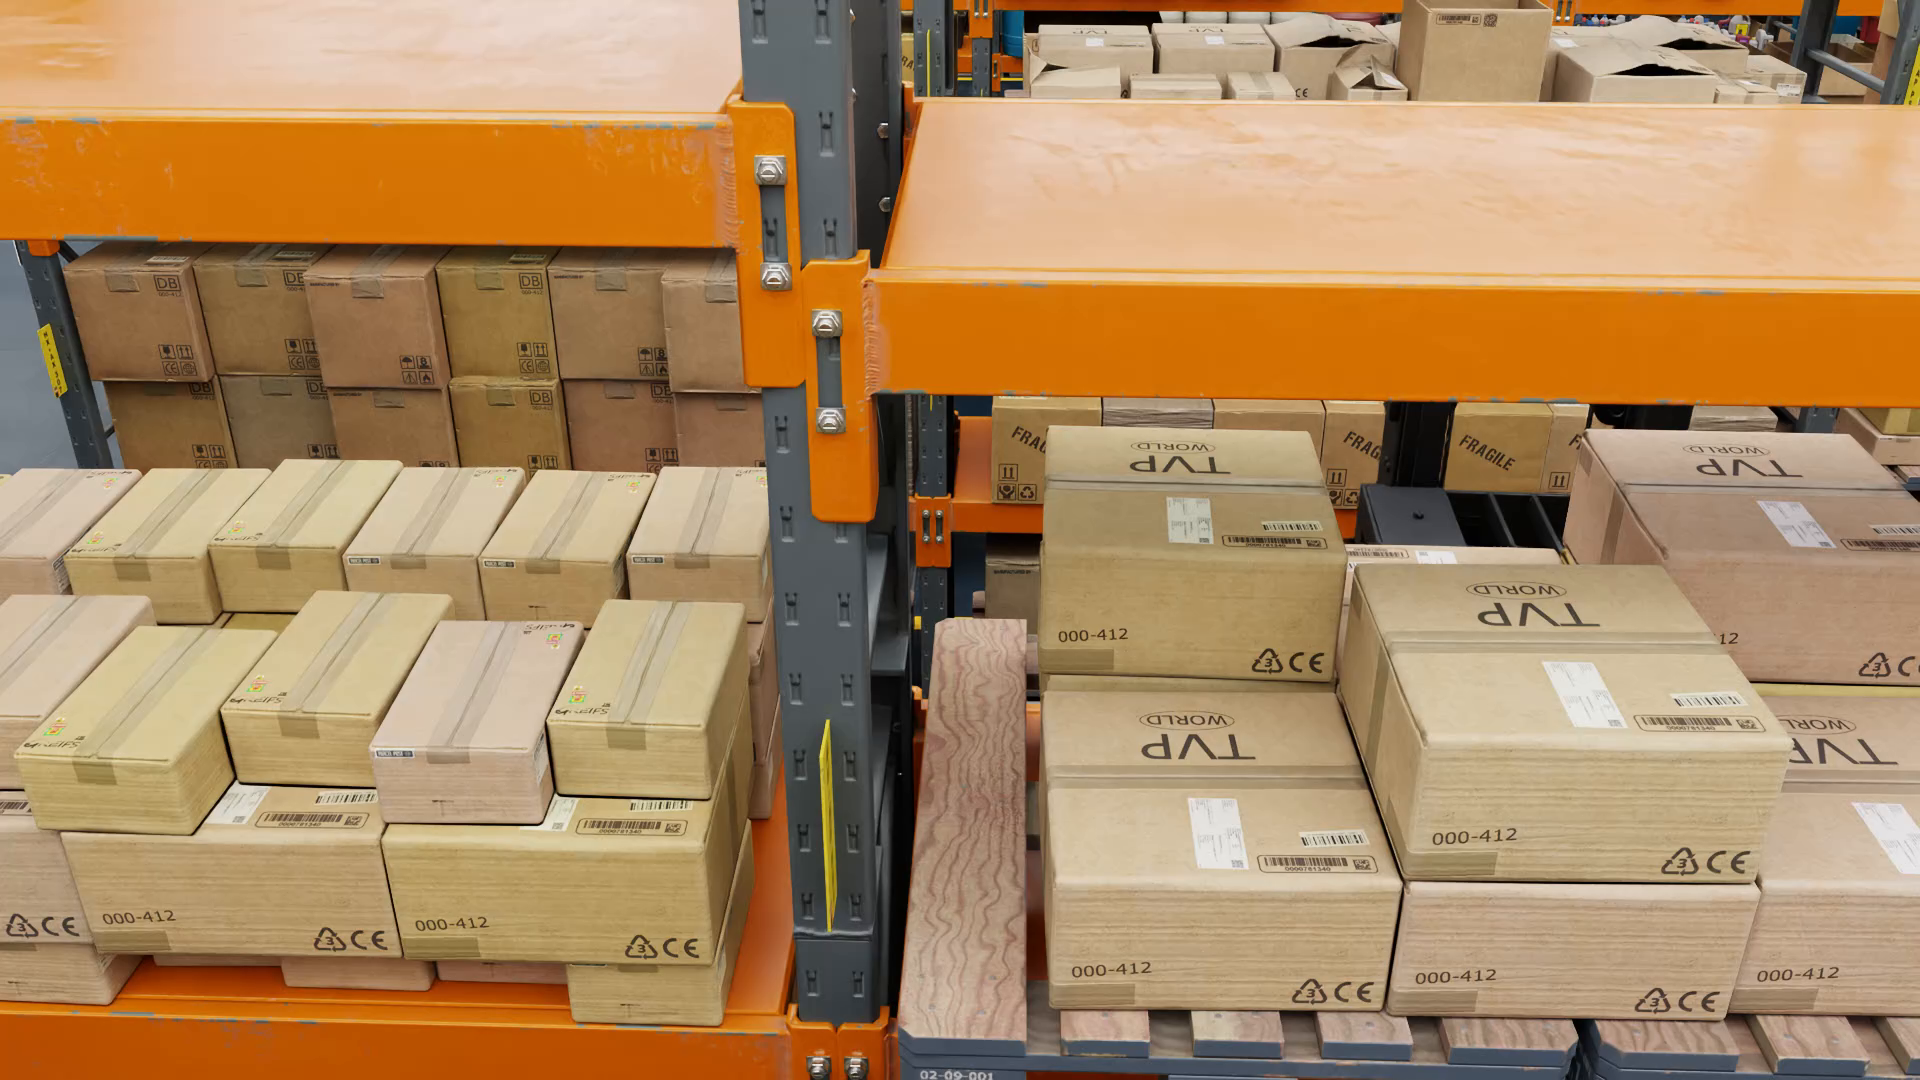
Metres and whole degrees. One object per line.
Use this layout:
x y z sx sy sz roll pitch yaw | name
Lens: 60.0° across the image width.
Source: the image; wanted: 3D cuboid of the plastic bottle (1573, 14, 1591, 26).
6.375 -5.288 17.075 0.185 0.351 0.144 1 28 2 | plastic bottle

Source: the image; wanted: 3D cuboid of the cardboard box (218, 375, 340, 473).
-3.185 -0.739 8.282 0.550 0.550 0.875 1 28 2 | cardboard box

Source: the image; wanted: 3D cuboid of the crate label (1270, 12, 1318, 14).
3.355 -5.322 17.048 0.616 0.435 0.502 1 28 2 | crate label

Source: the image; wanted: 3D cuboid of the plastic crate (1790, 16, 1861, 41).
8.814 -5.268 16.939 0.575 0.384 0.392 1 28 2 | plastic crate

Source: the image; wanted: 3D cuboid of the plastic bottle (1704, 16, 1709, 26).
7.637 -5.243 17.075 0.097 0.271 0.097 0 28 0 | plastic bottle

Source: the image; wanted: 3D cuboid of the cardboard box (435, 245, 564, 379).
-2.096 -1.189 7.978 0.500 0.550 0.875 1 28 2 | cardboard box

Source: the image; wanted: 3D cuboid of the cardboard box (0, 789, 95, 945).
-1.649 0.433 2.870 0.500 0.250 0.500 1 28 1 | cardboard box

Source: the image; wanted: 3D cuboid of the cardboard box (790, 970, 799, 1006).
-0.616 1.002 3.666 0.500 0.500 0.700 1 28 1 | cardboard box

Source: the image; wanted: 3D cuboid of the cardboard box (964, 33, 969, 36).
0.048 -6.424 21.652 0.500 0.250 0.500 1 28 2 | cardboard box

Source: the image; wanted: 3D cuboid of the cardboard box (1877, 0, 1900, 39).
4.301 -2.347 7.349 0.258 0.266 0.396 1 28 2 | cardboard box

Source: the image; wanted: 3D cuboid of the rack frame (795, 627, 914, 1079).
-0.184 1.728 3.788 0.127 3.000 1.000 1 28 2 | rack frame

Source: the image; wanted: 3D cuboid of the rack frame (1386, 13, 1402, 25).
4.338 -5.163 16.787 0.127 3.000 1.000 1 28 2 | rack frame

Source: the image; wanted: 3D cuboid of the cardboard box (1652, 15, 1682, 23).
9.093 -6.629 21.751 0.500 0.500 0.500 1 28 2 | cardboard box

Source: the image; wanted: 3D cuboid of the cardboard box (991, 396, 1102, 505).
0.406 -0.500 7.884 0.500 0.500 0.500 1 28 2 | cardboard box

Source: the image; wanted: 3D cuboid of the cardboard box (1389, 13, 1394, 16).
5.516 -6.998 21.647 0.500 0.250 0.500 2 28 4 | cardboard box

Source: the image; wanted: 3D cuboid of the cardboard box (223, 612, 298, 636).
-1.130 0.198 3.314 0.500 0.250 0.500 1 28 1 | cardboard box

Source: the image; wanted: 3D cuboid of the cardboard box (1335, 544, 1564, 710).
0.910 0.236 3.112 0.500 0.250 0.500 1 28 2 | cardboard box

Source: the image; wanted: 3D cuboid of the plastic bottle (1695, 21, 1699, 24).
7.220 -4.940 16.419 0.185 0.351 0.144 1 28 2 | plastic bottle

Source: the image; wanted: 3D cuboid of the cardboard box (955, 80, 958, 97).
-0.282 -3.123 12.514 0.500 0.500 0.875 1 28 2 | cardboard box

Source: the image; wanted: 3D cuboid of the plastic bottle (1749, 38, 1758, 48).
7.813 -4.853 16.415 0.097 0.201 0.097 0 28 0 | plastic bottle

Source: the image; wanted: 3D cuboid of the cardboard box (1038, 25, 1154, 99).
0.601 -2.143 7.492 0.500 0.250 0.500 1 28 2 | cardboard box

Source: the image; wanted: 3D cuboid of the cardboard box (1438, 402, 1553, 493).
2.429 -0.468 7.823 0.500 0.500 0.500 0 28 1 | cardboard box

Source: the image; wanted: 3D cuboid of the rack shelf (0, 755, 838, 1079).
-2.183 0.687 3.316 4.000 0.370 1.077 1 28 2 | rack shelf

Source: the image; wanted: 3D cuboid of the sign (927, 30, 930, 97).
-0.129 -1.920 6.830 0.005 0.325 0.100 1 28 2 | sign

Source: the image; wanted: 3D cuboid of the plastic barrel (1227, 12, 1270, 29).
2.881 -5.136 16.617 0.421 0.512 0.421 0 28 0 | plastic barrel

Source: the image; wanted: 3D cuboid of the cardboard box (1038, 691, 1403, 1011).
0.386 0.481 2.650 0.500 0.250 0.500 0 28 0 | cardboard box

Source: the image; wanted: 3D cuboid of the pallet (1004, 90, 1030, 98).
0.808 -1.839 7.519 1.217 0.209 0.805 0 28 0 | pallet

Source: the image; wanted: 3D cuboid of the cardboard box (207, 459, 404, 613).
-1.274 -0.013 3.286 0.250 0.149 0.380 1 28 1 | cardboard box

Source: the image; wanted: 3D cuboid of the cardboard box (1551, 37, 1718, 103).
2.832 -1.917 7.001 0.500 0.311 0.500 1 28 2 | cardboard box

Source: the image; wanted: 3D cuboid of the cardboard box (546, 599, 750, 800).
-0.509 0.258 2.775 0.250 0.149 0.380 2 28 3 | cardboard box

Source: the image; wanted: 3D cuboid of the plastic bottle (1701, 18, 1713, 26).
7.410 -5.005 16.541 0.185 0.351 0.144 1 28 2 | plastic bottle

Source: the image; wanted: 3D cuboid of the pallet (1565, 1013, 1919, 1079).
1.466 0.561 2.986 1.003 0.211 1.213 1 28 2 | pallet

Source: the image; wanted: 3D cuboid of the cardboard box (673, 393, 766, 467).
-1.030 -0.656 8.125 0.550 0.550 0.875 1 28 2 | cardboard box

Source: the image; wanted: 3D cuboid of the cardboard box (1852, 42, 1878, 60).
6.836 -3.289 12.075 0.637 0.503 0.797 1 28 2 | cardboard box

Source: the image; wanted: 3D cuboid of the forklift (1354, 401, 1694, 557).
1.784 0.891 5.441 1.130 2.935 3.031 2 28 4 | forklift

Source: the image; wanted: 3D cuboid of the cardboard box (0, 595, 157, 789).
-1.550 0.248 2.793 0.250 0.149 0.380 0 28 1 | cardboard box

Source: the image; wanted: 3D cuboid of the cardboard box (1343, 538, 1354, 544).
2.408 0.219 8.588 0.750 0.750 1.050 1 28 3 | cardboard box

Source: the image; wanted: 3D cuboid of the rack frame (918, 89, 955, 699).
-0.110 -0.591 8.162 0.127 3.000 1.000 1 28 2 | rack frame

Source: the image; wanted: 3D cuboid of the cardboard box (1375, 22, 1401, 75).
2.158 -2.172 7.482 0.500 0.311 0.500 0 28 1 | cardboard box

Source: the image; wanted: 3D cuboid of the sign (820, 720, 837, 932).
-0.196 0.428 2.485 0.005 0.325 0.100 1 28 2 | sign

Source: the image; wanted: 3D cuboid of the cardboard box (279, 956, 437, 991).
-1.016 0.613 2.957 0.250 0.149 0.380 1 28 2 | cardboard box

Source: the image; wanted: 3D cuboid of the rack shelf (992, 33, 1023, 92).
2.339 -4.878 17.018 4.000 0.370 1.077 1 28 2 | rack shelf

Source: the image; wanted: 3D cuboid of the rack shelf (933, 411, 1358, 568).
1.888 -0.240 8.268 4.000 0.370 1.077 1 28 2 | rack shelf
